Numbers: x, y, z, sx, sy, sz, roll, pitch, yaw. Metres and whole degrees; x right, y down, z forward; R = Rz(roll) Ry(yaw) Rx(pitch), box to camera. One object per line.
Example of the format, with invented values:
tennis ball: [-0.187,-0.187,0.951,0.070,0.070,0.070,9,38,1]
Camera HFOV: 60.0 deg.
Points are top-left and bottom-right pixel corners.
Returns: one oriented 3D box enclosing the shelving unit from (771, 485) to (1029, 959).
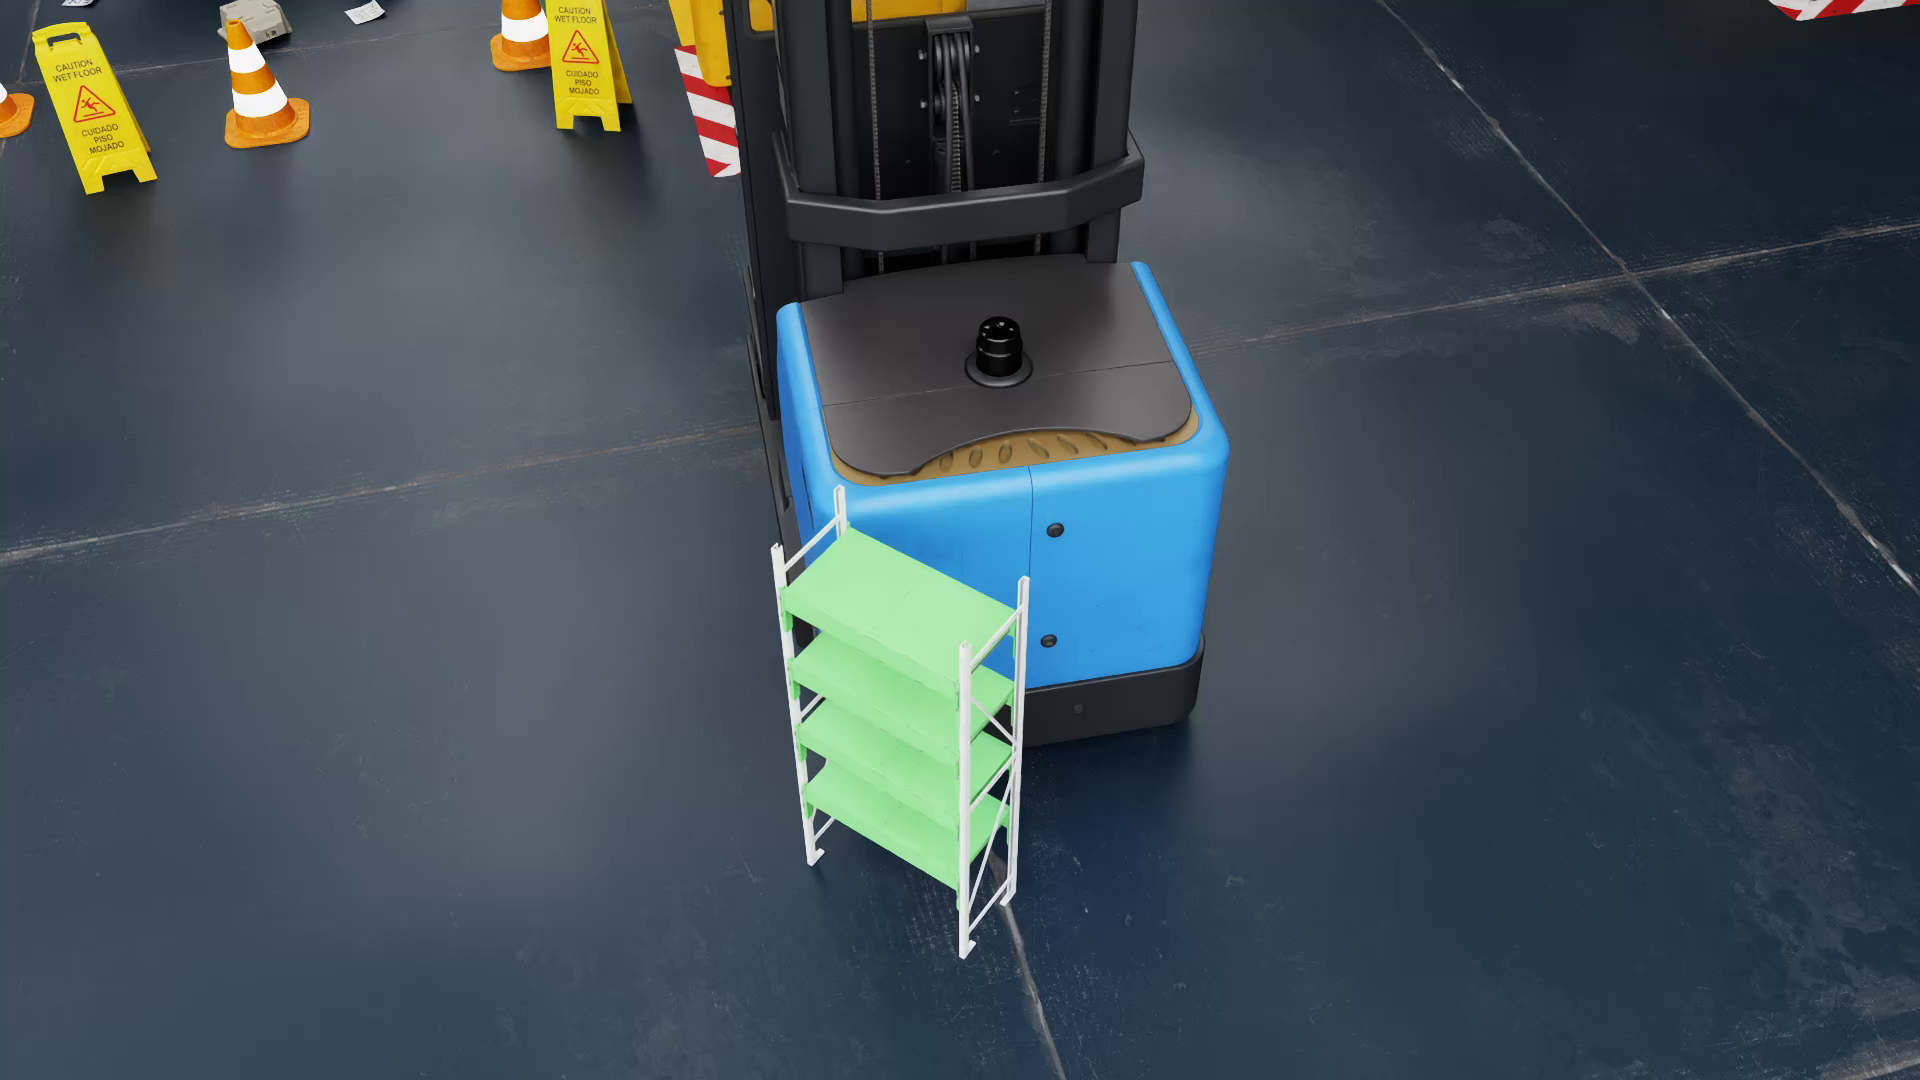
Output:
shelving unit: [-0.129,0.469,3.950,0.503,1.200,0.258,26,51,23]

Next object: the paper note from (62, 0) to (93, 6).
paper note: [-4.058,-2.514,7.694,0.144,0.017,0.142,4,46,4]

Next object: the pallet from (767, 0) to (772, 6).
pallet: [-0.742,-2.809,7.855,1.003,0.211,1.213,-11,47,-10]

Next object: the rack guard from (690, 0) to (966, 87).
rack guard: [-0.569,-2.342,7.195,1.175,0.500,0.348,-11,47,-10]

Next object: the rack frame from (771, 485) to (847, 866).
rack frame: [-0.330,0.371,4.047,0.015,1.200,0.240,26,51,23]

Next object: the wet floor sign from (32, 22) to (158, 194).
wet floor sign: [-3.387,-1.708,6.472,0.267,0.644,0.232,-18,48,-17]

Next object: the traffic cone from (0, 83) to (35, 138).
traffic cone: [-4.072,-1.928,6.816,0.336,0.463,0.334,-11,47,-10]

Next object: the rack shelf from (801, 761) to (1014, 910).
rack shelf: [-0.129,0.682,4.167,0.480,0.148,0.258,26,51,23]

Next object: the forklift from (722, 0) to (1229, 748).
forklift: [-0.122,-1.463,4.631,1.130,2.935,3.031,-8,46,-8]

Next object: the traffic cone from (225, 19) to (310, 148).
traffic cone: [-2.892,-1.900,6.788,0.336,0.463,0.334,-11,47,-10]

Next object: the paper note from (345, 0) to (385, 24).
paper note: [-2.715,-2.414,7.595,0.148,0.019,0.142,-26,51,-24]

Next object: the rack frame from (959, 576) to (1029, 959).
rack frame: [0.072,0.568,3.853,0.015,1.200,0.240,26,51,23]

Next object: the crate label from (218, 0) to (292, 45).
crate label: [-3.153,-2.318,7.425,0.250,0.136,0.298,-35,55,-30]

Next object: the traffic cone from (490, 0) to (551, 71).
traffic cone: [-1.906,-2.338,7.217,0.336,0.463,0.334,-11,47,-10]

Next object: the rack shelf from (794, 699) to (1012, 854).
rack shelf: [-0.129,0.514,3.996,0.480,0.148,0.258,26,51,23]

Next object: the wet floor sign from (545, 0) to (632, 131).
wet floor sign: [-1.535,-2.014,6.772,0.267,0.644,0.232,4,46,4]

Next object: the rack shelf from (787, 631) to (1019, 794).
rack shelf: [-0.129,0.346,3.824,0.480,0.148,0.258,26,51,23]

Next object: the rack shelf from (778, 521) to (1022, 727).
rack shelf: [-0.129,0.178,3.653,0.480,0.148,0.258,26,51,23]
